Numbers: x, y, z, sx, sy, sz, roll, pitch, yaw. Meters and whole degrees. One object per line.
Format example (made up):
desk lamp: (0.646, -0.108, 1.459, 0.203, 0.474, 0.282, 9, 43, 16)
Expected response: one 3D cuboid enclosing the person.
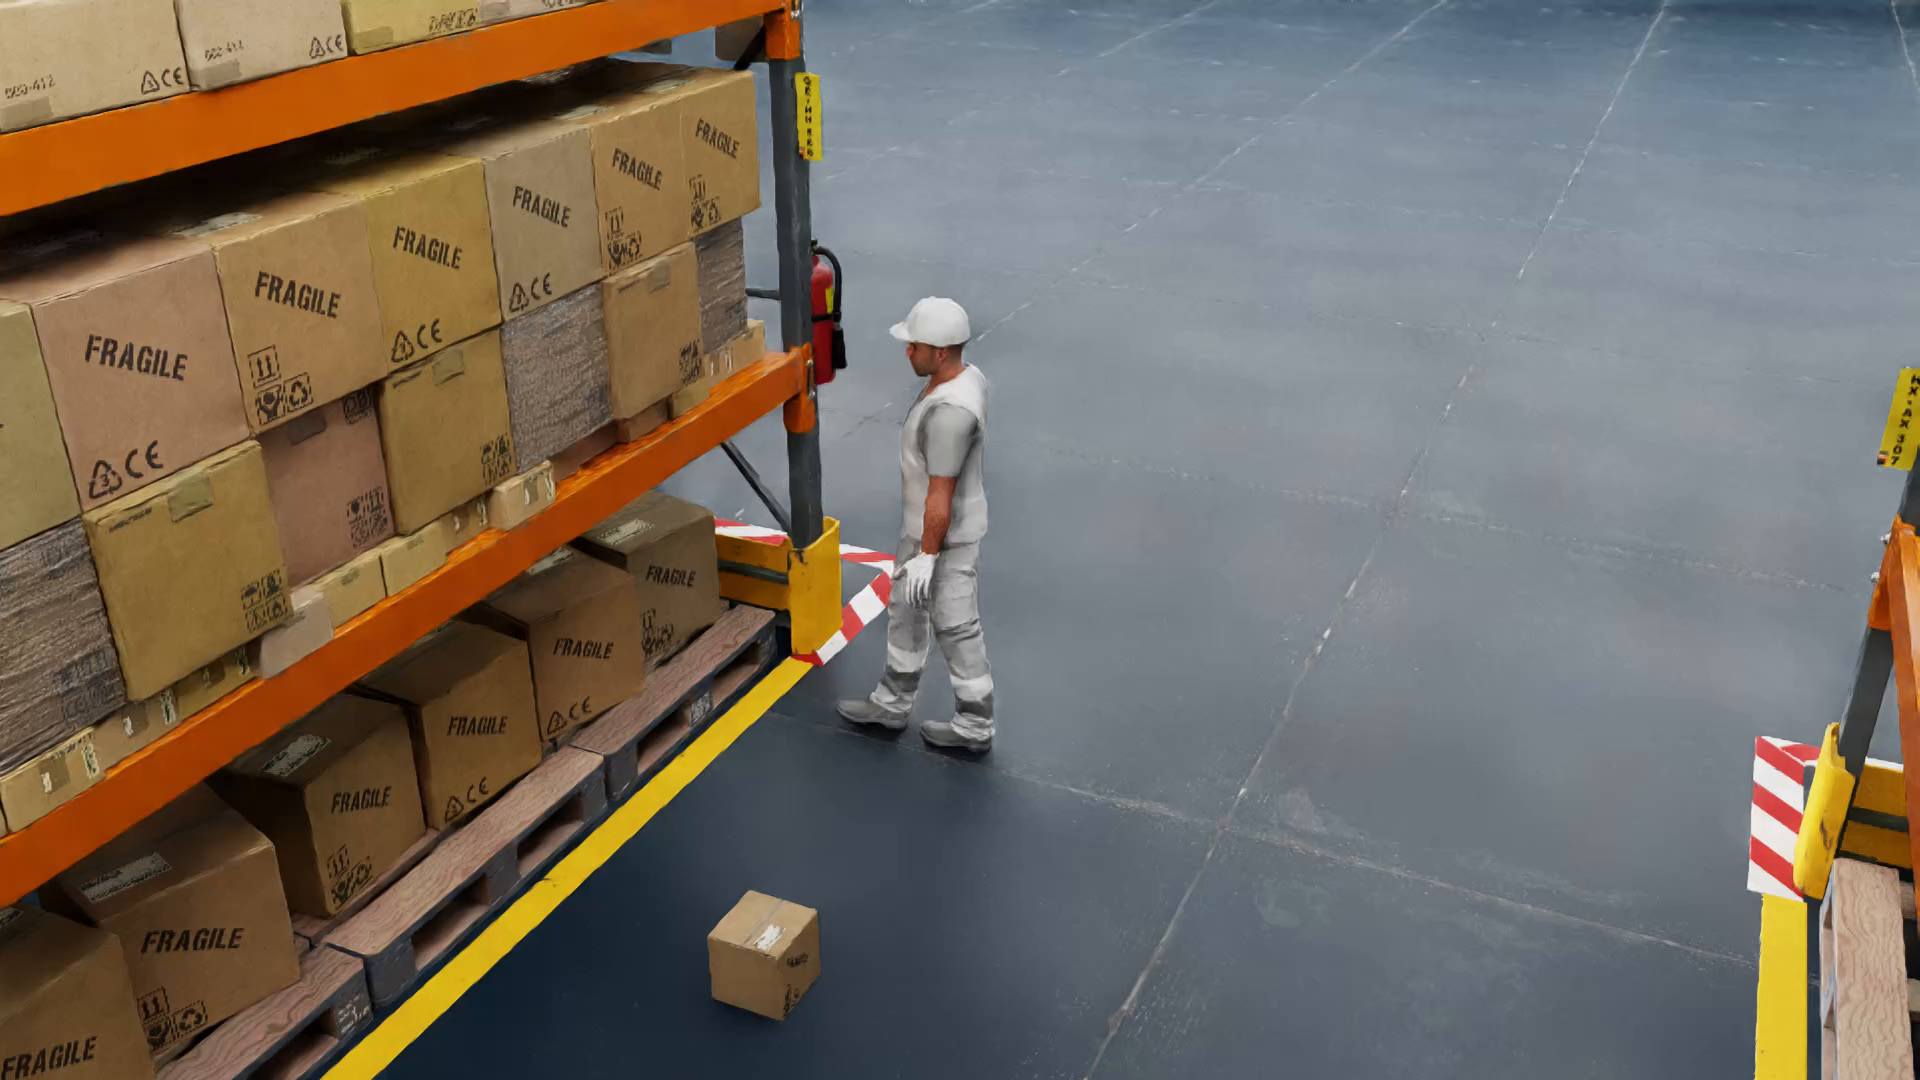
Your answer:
person: (-0.178, -0.033, 6.131, 0.615, 1.786, 0.664, -2, 26, -3)
